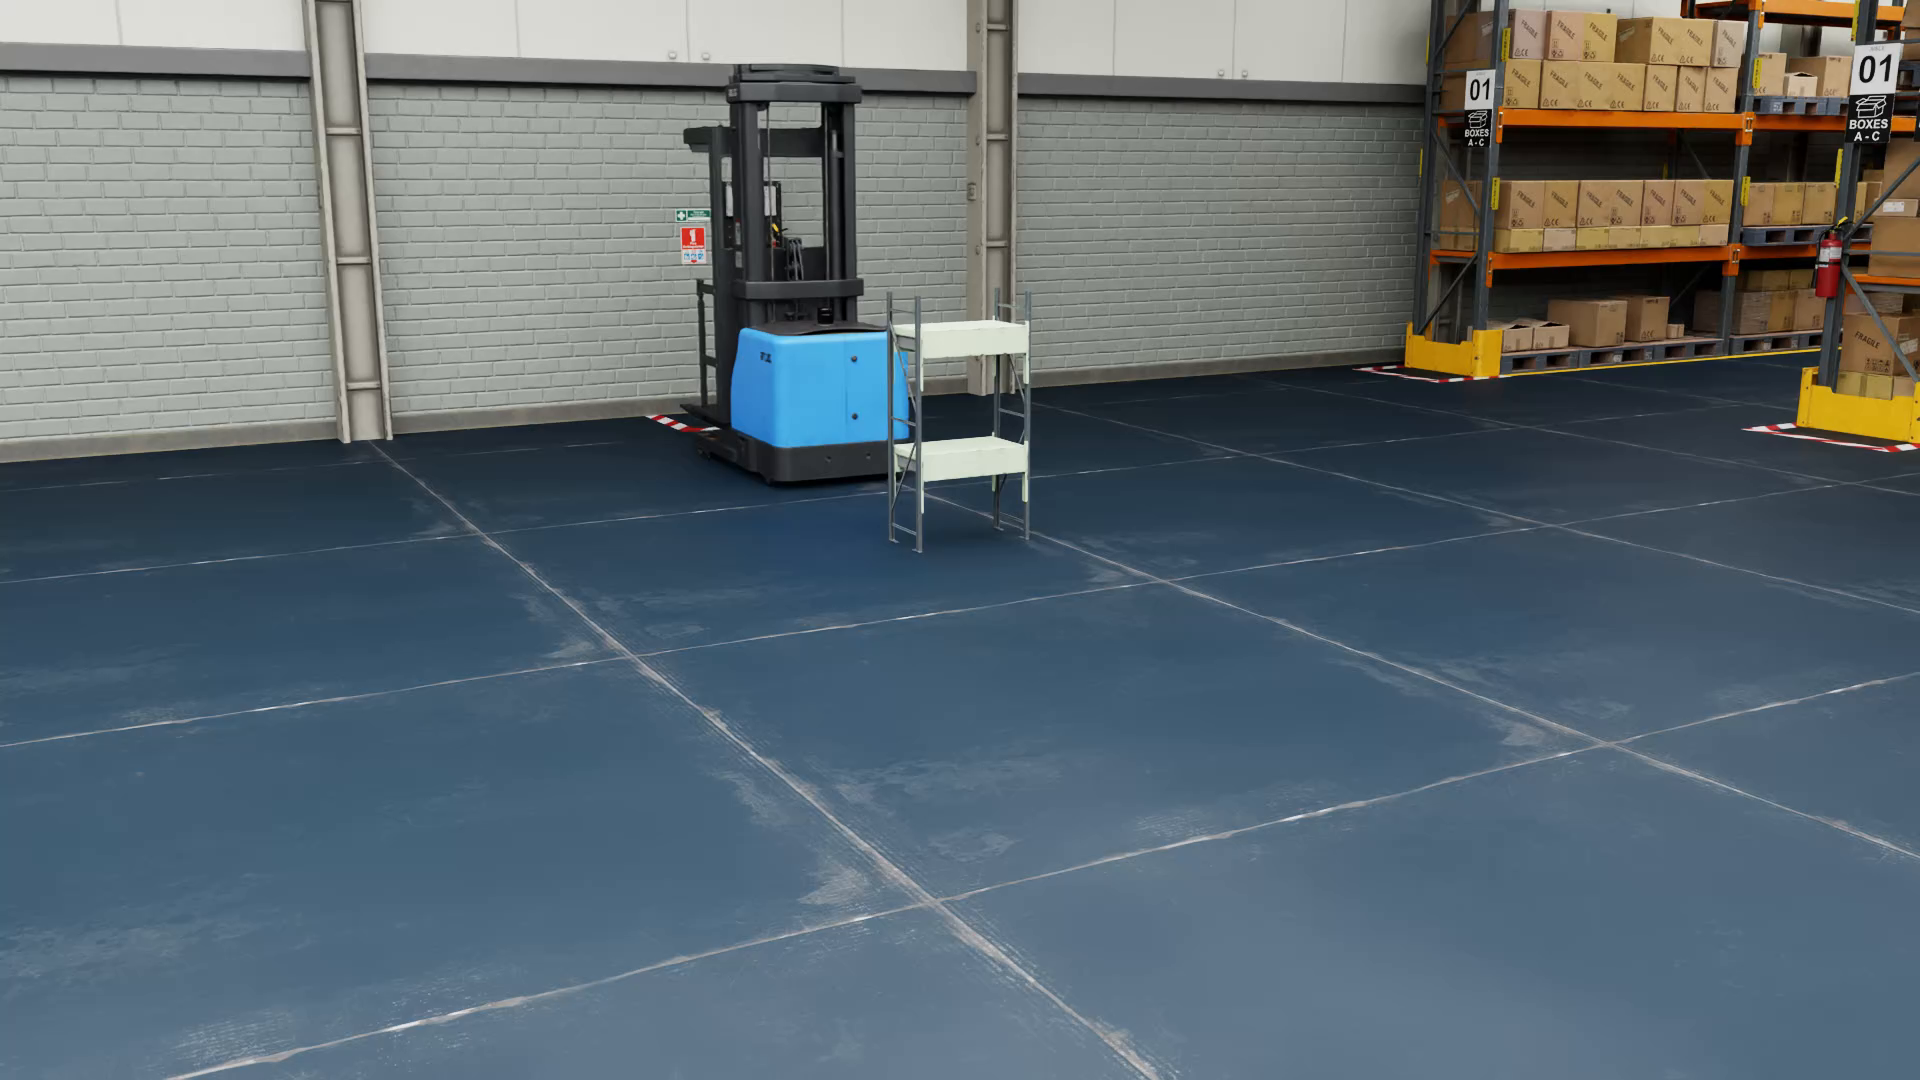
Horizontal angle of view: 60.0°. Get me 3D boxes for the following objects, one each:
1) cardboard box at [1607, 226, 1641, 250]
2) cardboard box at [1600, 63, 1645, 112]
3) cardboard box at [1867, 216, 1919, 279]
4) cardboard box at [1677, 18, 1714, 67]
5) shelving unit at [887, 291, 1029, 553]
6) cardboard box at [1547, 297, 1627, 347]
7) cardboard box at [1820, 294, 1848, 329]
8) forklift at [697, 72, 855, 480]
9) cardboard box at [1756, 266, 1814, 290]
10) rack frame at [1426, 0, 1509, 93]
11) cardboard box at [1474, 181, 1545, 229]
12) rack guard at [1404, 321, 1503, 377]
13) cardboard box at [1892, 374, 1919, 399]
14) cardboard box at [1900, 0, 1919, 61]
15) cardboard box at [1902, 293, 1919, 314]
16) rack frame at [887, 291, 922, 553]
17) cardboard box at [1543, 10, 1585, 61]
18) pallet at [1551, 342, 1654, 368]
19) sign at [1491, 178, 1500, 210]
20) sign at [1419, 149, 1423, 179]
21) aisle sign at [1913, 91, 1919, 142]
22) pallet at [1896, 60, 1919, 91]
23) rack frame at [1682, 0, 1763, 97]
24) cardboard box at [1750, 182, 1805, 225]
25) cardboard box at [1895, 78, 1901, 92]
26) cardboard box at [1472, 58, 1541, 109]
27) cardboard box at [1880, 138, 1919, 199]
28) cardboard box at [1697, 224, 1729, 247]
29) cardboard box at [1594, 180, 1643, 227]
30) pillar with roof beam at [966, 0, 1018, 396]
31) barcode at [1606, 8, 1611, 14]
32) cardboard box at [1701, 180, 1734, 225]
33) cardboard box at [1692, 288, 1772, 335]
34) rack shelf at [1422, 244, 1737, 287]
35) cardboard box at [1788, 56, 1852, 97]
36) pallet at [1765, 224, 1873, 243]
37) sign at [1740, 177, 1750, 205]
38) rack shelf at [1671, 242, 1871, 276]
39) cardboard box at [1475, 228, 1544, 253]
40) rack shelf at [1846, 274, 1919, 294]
[{"bbox_3d":[7.301,-3.420,18.769,0.500,0.250,0.500,-7,14,-27],"label":"cardboard box"},{"bbox_3d":[7.192,-5.005,18.411,0.500,0.500,0.500,-6,14,-24],"label":"cardboard box"},{"bbox_3d":[8.169,-2.472,14.033,0.500,0.500,0.700,-7,14,-28],"label":"cardboard box"},{"bbox_3d":[8.099,-5.596,18.761,0.500,0.500,0.500,-6,14,-25],"label":"cardboard box"},{"bbox_3d":[-0.009,-0.731,9.940,0.748,1.500,0.431,-7,14,-28],"label":"shelving unit"},{"bbox_3d":[7.195,-2.509,19.116,0.500,0.500,0.700,-8,15,-31],"label":"cardboard box"},{"bbox_3d":[10.861,-2.992,21.263,0.500,0.500,0.700,-7,14,-28],"label":"cardboard box"},{"bbox_3d":[8.429,-0.351,5.138,12.119,2.867,23.555,-6,14,-25],"label":"forklift"},{"bbox_3d":[10.365,-3.295,20.904,0.500,0.250,0.500,-7,15,-29],"label":"cardboard box"},{"bbox_3d":[5.376,-6.257,17.418,0.127,3.000,1.000,-7,14,-28],"label":"rack frame"},{"bbox_3d":[5.939,-3.625,17.974,0.500,0.500,0.500,-7,14,-28],"label":"cardboard box"},{"bbox_3d":[5.443,-2.119,18.386,0.348,0.500,1.175,-7,14,-28],"label":"rack guard"},{"bbox_3d":[8.330,-1.253,14.152,0.500,0.250,0.500,-7,14,-28],"label":"cardboard box"},{"bbox_3d":[8.260,-4.223,13.699,0.637,0.503,0.797,-6,14,-24],"label":"cardboard box"},{"bbox_3d":[13.107,-3.380,22.237,0.750,0.750,0.750,-7,14,-29],"label":"cardboard box"},{"bbox_3d":[-0.327,-0.692,9.770,0.023,1.500,0.400,-7,14,-28],"label":"rack frame"},{"bbox_3d":[6.295,-5.377,17.787,0.500,0.500,0.500,-7,14,-29],"label":"cardboard box"},{"bbox_3d":[7.243,-2.184,19.334,1.213,0.211,1.003,-7,14,-28],"label":"pallet"},{"bbox_3d":[5.637,-3.648,17.517,0.005,0.325,0.100,-7,14,-28],"label":"sign"},{"bbox_3d":[5.128,-4.159,18.399,0.005,0.325,0.100,-7,14,-28],"label":"sign"},{"bbox_3d":[7.842,-3.579,13.258,0.004,0.787,0.394,-7,14,-28],"label":"aisle sign"},{"bbox_3d":[8.386,-3.866,13.825,1.213,0.211,1.003,-7,14,-28],"label":"pallet"},{"bbox_3d":[8.887,-6.678,19.288,0.127,3.000,1.000,-7,14,-28],"label":"rack frame"},{"bbox_3d":[9.844,-4.119,20.351,0.500,0.500,0.700,-5,14,-22],"label":"cardboard box"},{"bbox_3d":[11.656,-5.663,21.334,0.500,0.500,0.500,-7,14,-28],"label":"cardboard box"},{"bbox_3d":[5.790,-4.839,17.676,0.500,0.500,0.500,-6,14,-26],"label":"cardboard box"},{"bbox_3d":[8.216,-3.110,13.915,0.500,0.500,0.700,-7,14,-28],"label":"cardboard box"},{"bbox_3d":[8.617,-3.580,19.480,0.500,0.250,0.500,-7,14,-28],"label":"cardboard box"},{"bbox_3d":[7.282,-3.785,18.684,0.500,0.500,0.500,-6,14,-26],"label":"cardboard box"},{"bbox_3d":[2.373,-5.037,11.995,0.400,9.000,9.100,-7,14,-28],"label":"pillar with roof beam"},{"bbox_3d":[7.461,-6.078,19.127,0.075,0.075,0.001,-7,14,-28],"label":"barcode"},{"bbox_3d":[8.621,-3.944,19.392,0.500,0.500,0.500,-7,14,-28],"label":"cardboard box"},{"bbox_3d":[9.525,-2.827,20.531,0.500,0.500,0.700,-6,14,-26],"label":"cardboard box"},{"bbox_3d":[7.132,-3.190,19.090,4.000,0.370,1.077,-7,14,-28],"label":"rack shelf"},{"bbox_3d":[10.488,-5.640,20.323,0.500,0.500,0.500,-7,15,-30],"label":"cardboard box"},{"bbox_3d":[10.680,-3.862,20.877,1.213,0.211,1.003,-7,14,-28],"label":"pallet"},{"bbox_3d":[9.154,-4.070,19.390,0.005,0.325,0.100,-7,14,-28],"label":"sign"},{"bbox_3d":[10.643,-3.611,20.960,4.000,0.370,1.077,-7,14,-28],"label":"rack shelf"},{"bbox_3d":[5.957,-3.257,18.047,0.500,0.250,0.500,-7,15,-29],"label":"cardboard box"},{"bbox_3d":[9.509,-2.331,14.829,3.809,0.124,0.919,-7,14,-28],"label":"rack shelf"}]
